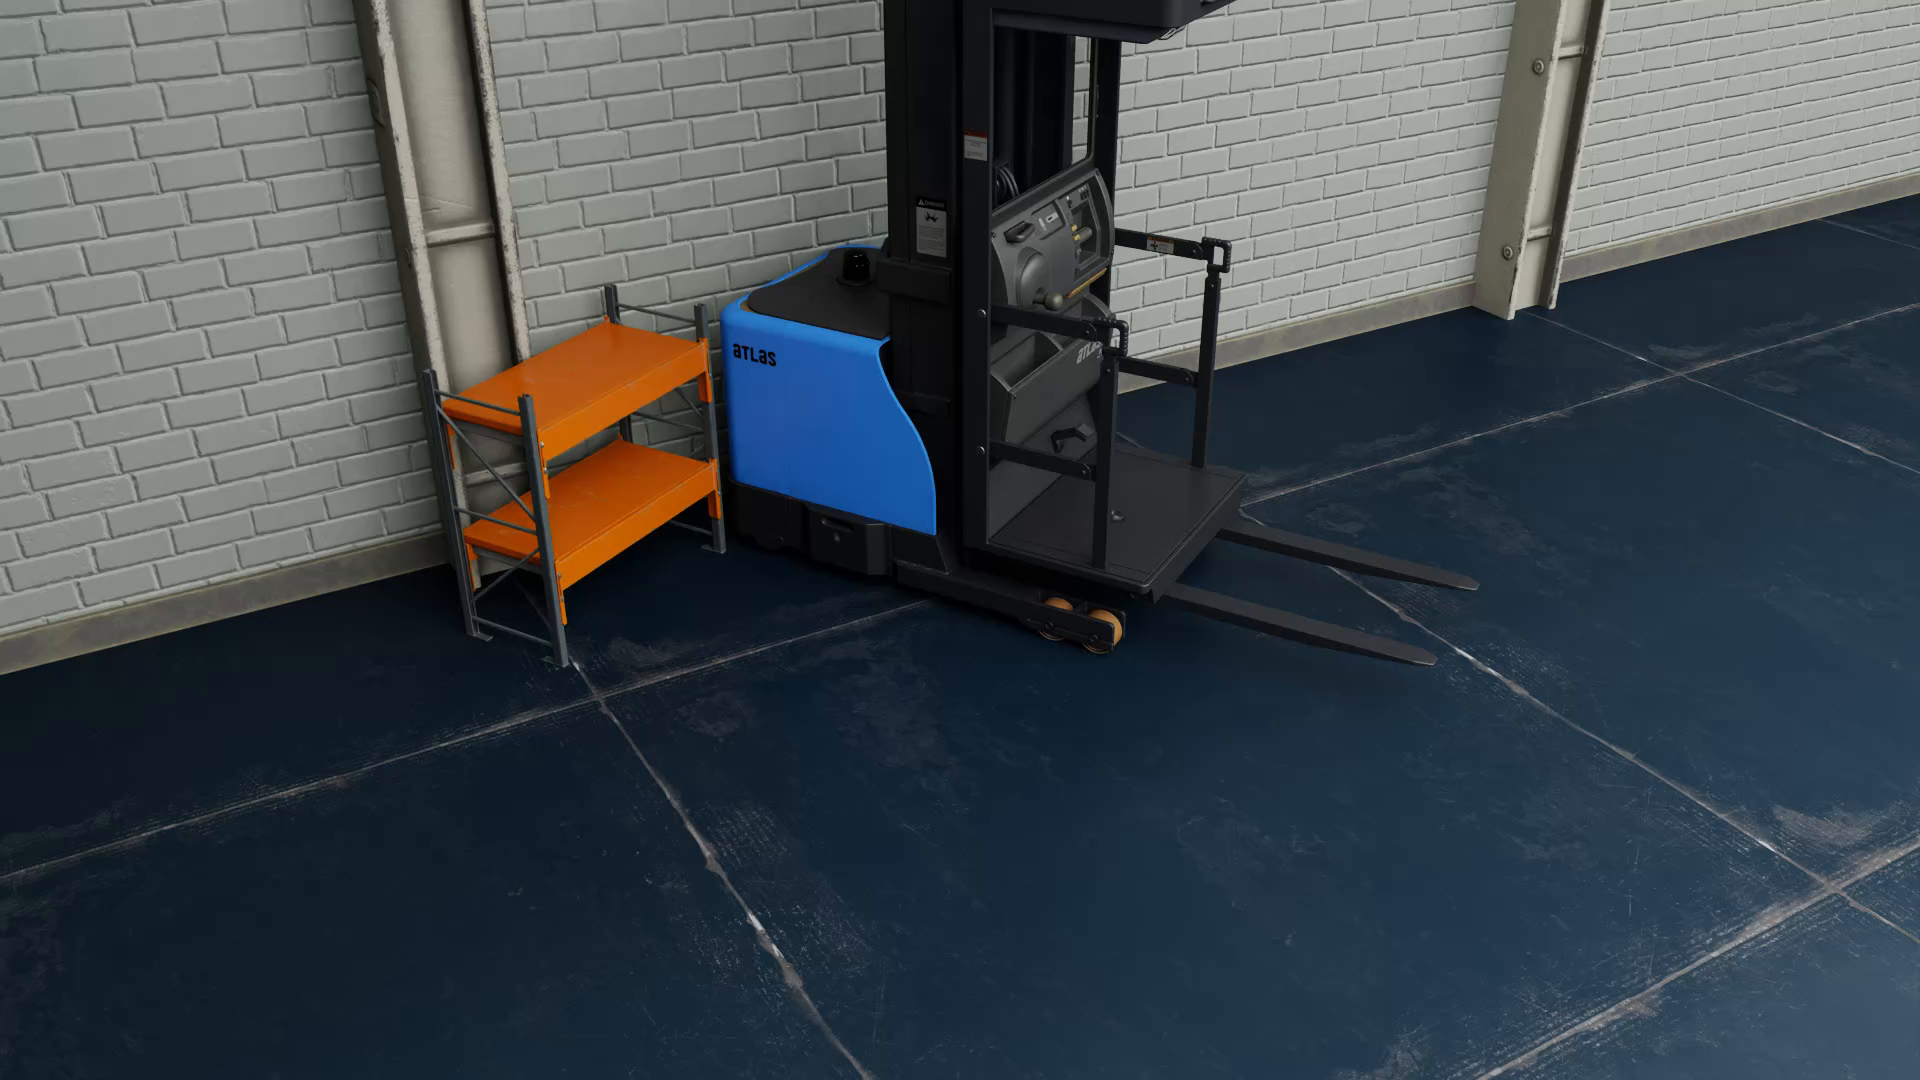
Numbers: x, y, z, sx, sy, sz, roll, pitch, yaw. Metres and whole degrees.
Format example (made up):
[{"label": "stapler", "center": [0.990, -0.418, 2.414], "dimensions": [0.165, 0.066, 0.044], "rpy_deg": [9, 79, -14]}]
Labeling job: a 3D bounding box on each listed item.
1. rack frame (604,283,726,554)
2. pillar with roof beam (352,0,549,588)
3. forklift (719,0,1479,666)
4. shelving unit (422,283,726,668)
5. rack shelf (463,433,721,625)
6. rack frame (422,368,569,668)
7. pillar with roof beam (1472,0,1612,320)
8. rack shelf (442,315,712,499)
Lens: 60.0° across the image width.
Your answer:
[{"label": "rack frame", "center": [-1.233, -0.497, 6.986], "dimensions": [0.500, 1.125, 0.032], "rpy_deg": [15, 32, 25]}, {"label": "pillar with roof beam", "center": [0.240, -2.051, 1.654], "dimensions": [0.400, 9.000, 9.100], "rpy_deg": [-16, 33, -26]}, {"label": "forklift", "center": [0.543, -1.136, 6.275], "dimensions": [3.031, 2.935, 1.130], "rpy_deg": [15, 32, 25]}, {"label": "shelving unit", "center": [-1.480, -0.282, 6.597], "dimensions": [0.538, 1.125, 1.048], "rpy_deg": [15, 32, 25]}, {"label": "rack shelf", "center": [-1.480, -0.068, 6.715], "dimensions": [0.538, 0.278, 1.000], "rpy_deg": [15, 32, 25]}, {"label": "rack frame", "center": [-1.727, -0.067, 6.208], "dimensions": [0.500, 1.125, 0.032], "rpy_deg": [15, 32, 25]}, {"label": "pillar with roof beam", "center": [5.413, -3.520, 4.315], "dimensions": [0.400, 9.000, 9.100], "rpy_deg": [-16, 33, -26]}, {"label": "rack shelf", "center": [-1.480, -0.538, 6.455], "dimensions": [0.538, 0.278, 1.000], "rpy_deg": [15, 32, 25]}]
